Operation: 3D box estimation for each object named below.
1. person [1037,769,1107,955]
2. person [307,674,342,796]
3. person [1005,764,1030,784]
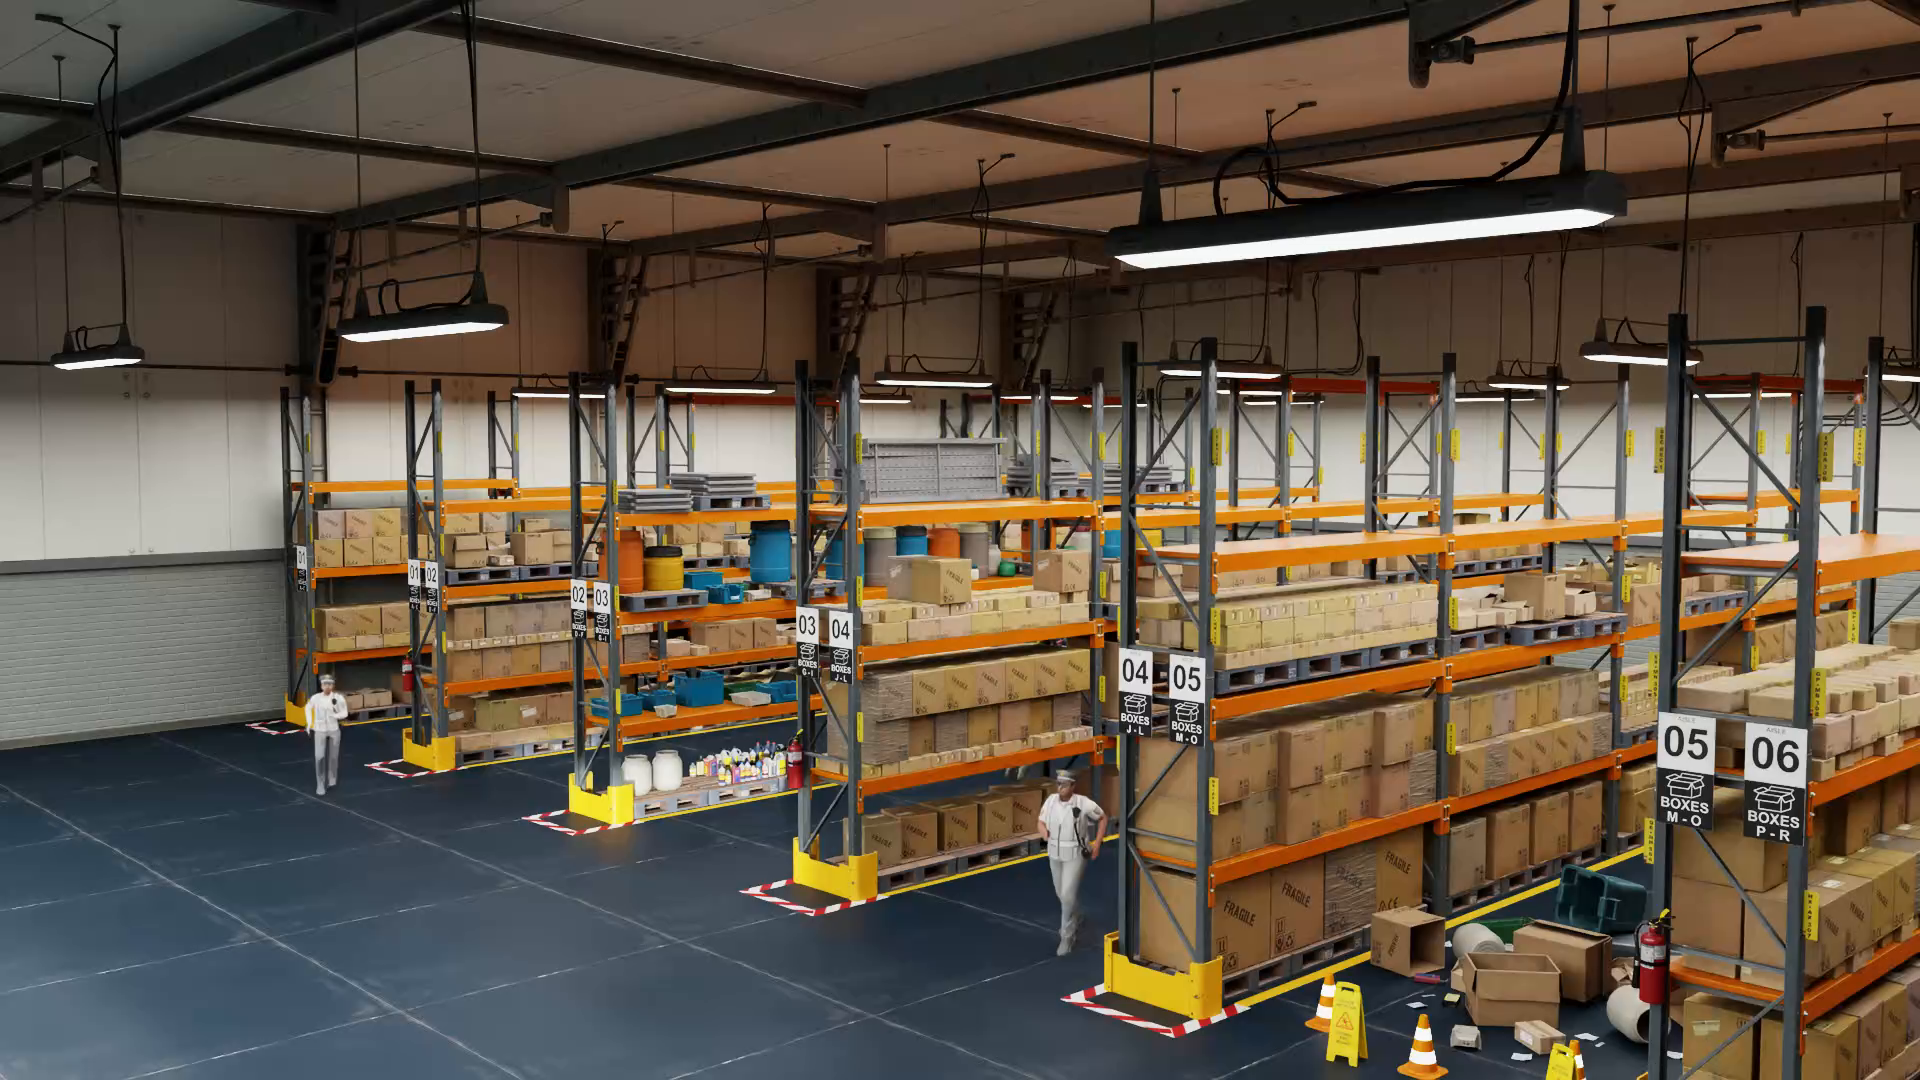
[{"bbox_3d":[1.107,3.218,16.809,0.678,1.860,0.797,2,4,32],"label":"person"},{"bbox_3d":[-9.138,2.795,23.926,0.482,1.743,0.714,-1,4,-21],"label":"person"},{"bbox_3d":[0.816,2.918,22.893,0.502,1.556,0.540,3,5,42],"label":"person"}]
